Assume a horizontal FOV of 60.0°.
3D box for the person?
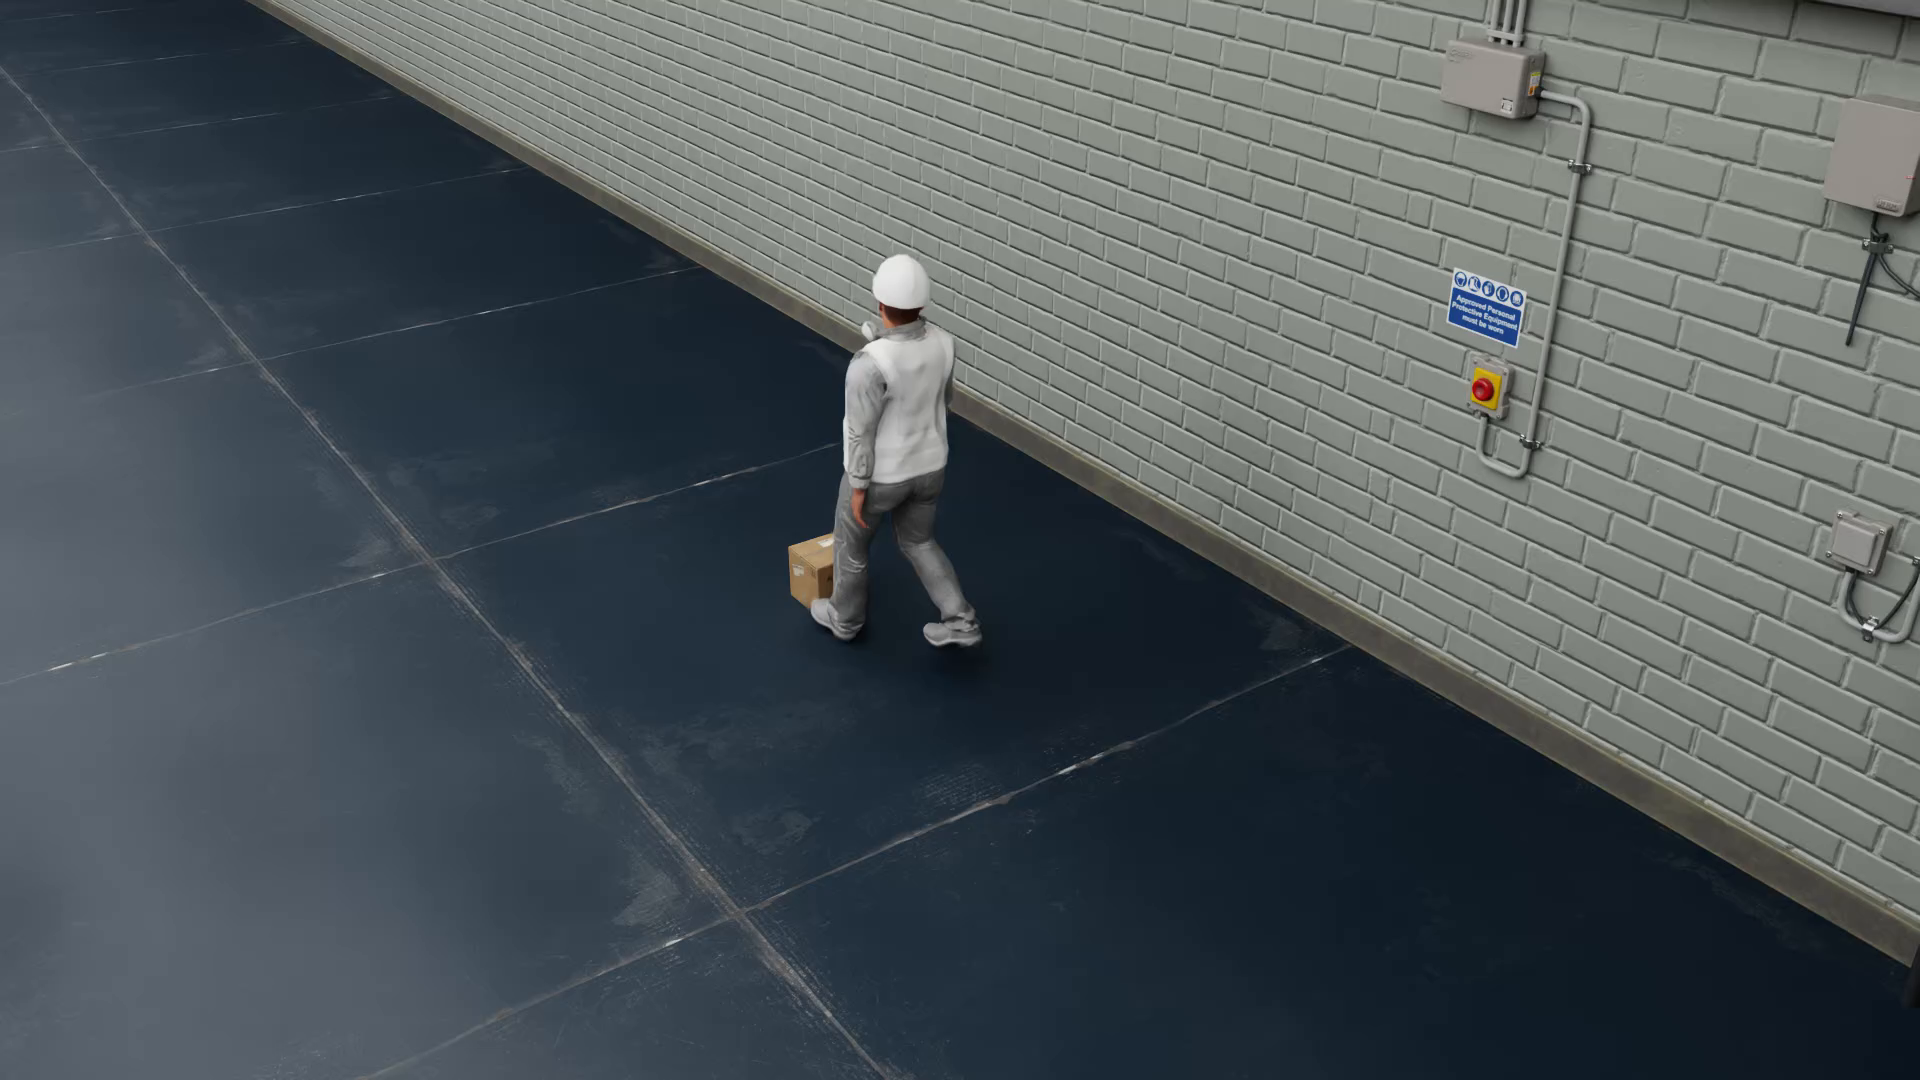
[{"bbox_3d":[-0.283,-0.329,6.724,0.549,1.747,0.844,-21,35,-34],"label":"person"}]
